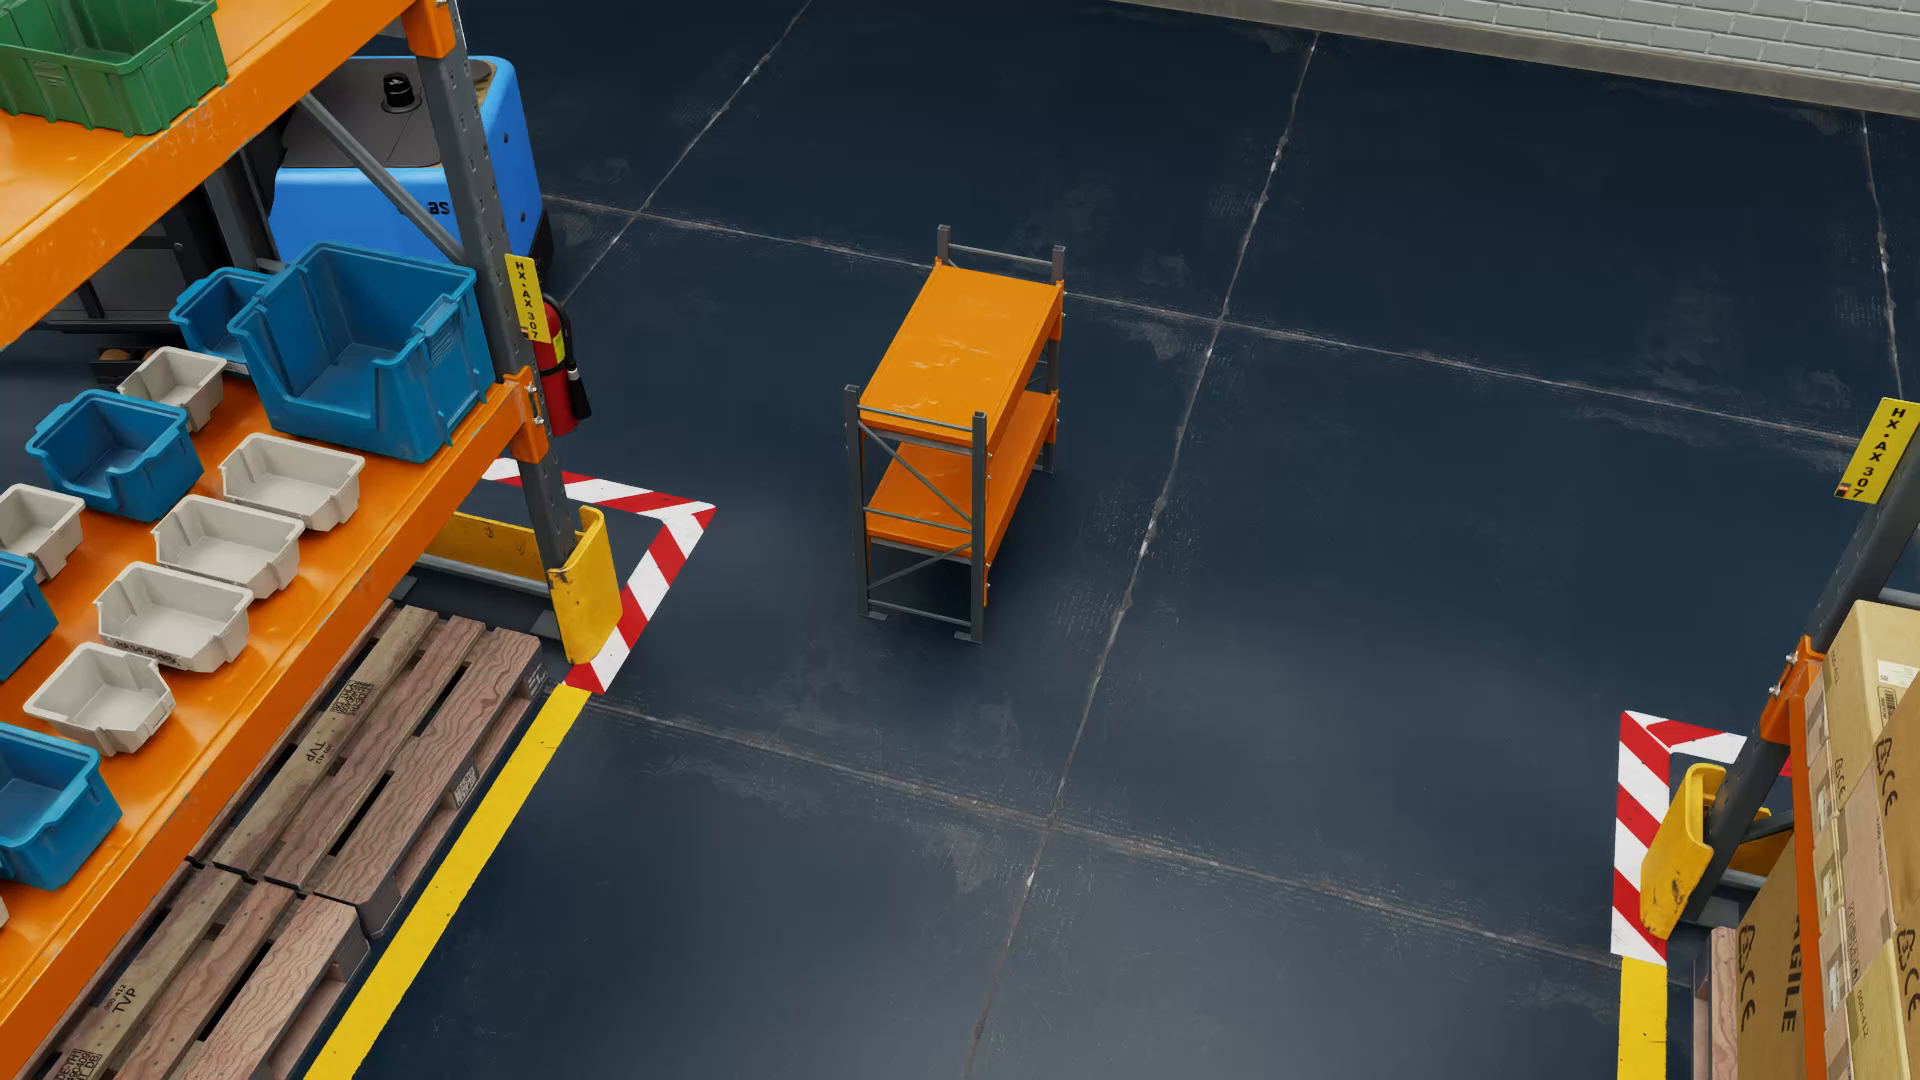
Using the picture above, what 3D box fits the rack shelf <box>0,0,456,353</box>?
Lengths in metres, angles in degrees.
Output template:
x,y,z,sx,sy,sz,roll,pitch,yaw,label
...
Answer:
x,y,z,sx,sy,sz,roll,pitch,yaw,label
-2.502,-0.292,3.273,1.077,0.370,4.000,13,46,13,rack shelf

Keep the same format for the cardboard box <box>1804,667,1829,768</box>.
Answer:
x,y,z,sx,sy,sz,roll,pitch,yaw,label
2.402,0.496,4.278,0.380,0.149,0.250,13,46,13,cardboard box

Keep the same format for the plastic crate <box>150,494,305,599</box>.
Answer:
x,y,z,sx,sy,sz,roll,pitch,yaw,label
-2.073,0.035,4.715,0.396,0.136,0.243,13,46,13,plastic crate

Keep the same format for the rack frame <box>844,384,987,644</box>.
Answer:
x,y,z,sx,sy,sz,roll,pitch,yaw,label
-0.152,-0.068,6.015,0.500,1.125,0.032,13,46,13,rack frame

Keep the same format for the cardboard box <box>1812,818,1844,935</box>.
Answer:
x,y,z,sx,sy,sz,roll,pitch,yaw,label
2.248,0.838,3.929,0.380,0.149,0.250,12,46,12,cardboard box

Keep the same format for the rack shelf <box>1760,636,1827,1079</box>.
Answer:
x,y,z,sx,sy,sz,roll,pitch,yaw,label
2.218,1.830,3.250,1.077,0.370,4.000,13,46,13,rack shelf

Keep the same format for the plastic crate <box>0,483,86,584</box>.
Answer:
x,y,z,sx,sy,sz,roll,pitch,yaw,label
-2.667,0.006,4.744,0.250,0.136,0.298,13,46,13,plastic crate

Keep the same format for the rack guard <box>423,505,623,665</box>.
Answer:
x,y,z,sx,sy,sz,roll,pitch,yaw,label
-1.902,0.065,6.326,1.175,0.500,0.348,13,46,13,rack guard

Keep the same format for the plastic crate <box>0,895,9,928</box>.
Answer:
x,y,z,sx,sy,sz,roll,pitch,yaw,label
-2.470,0.899,3.729,0.437,0.282,0.530,13,46,13,plastic crate

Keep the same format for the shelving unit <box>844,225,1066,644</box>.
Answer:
x,y,z,sx,sy,sz,roll,pitch,yaw,label
0.002,-0.407,6.361,0.538,1.125,1.048,13,46,13,shelving unit

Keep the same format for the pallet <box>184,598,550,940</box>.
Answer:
x,y,z,sx,sy,sz,roll,pitch,yaw,label
-2.183,0.728,5.855,1.003,0.211,1.213,13,46,13,pallet

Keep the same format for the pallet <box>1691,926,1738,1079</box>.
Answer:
x,y,z,sx,sy,sz,roll,pitch,yaw,label
2.656,1.786,4.774,1.003,0.211,1.213,13,46,13,pallet

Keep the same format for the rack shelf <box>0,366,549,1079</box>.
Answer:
x,y,z,sx,sy,sz,roll,pitch,yaw,label
-2.502,0.780,4.322,1.077,0.370,4.000,13,46,13,rack shelf

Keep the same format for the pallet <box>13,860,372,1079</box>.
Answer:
x,y,z,sx,sy,sz,roll,pitch,yaw,label
-2.555,1.539,5.026,1.003,0.211,1.213,13,46,13,pallet

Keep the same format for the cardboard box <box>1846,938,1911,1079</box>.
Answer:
x,y,z,sx,sy,sz,roll,pitch,yaw,label
2.114,1.131,3.344,0.500,0.250,0.500,11,45,11,cardboard box

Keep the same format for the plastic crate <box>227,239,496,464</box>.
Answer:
x,y,z,sx,sy,sz,roll,pitch,yaw,label
-1.820,-0.581,5.131,0.616,0.435,0.499,13,46,13,plastic crate

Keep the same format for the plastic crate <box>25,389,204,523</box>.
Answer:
x,y,z,sx,sy,sz,roll,pitch,yaw,label
-2.485,-0.238,4.925,0.416,0.233,0.300,13,46,13,plastic crate

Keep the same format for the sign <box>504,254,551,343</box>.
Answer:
x,y,z,sx,sy,sz,roll,pitch,yaw,label
-1.368,-0.762,5.268,0.100,0.325,0.005,13,46,13,sign

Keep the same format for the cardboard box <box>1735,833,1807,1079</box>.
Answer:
x,y,z,sx,sy,sz,roll,pitch,yaw,label
2.706,1.292,4.504,0.875,0.875,0.875,13,46,13,cardboard box

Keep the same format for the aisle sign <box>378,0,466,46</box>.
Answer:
x,y,z,sx,sy,sz,roll,pitch,yaw,label
-1.596,-1.725,4.509,0.394,0.787,0.004,13,46,13,aisle sign

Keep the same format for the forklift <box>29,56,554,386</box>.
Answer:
x,y,z,sx,sy,sz,roll,pitch,yaw,label
-3.487,-2.108,6.809,3.031,2.935,1.130,0,44,0,forklift

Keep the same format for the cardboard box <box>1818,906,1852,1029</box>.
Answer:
x,y,z,sx,sy,sz,roll,pitch,yaw,label
2.170,1.012,3.751,0.380,0.149,0.250,12,46,12,cardboard box

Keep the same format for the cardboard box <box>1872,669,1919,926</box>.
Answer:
x,y,z,sx,sy,sz,roll,pitch,yaw,label
2.270,0.515,3.438,0.500,0.500,0.500,12,46,12,cardboard box

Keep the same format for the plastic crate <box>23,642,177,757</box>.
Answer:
x,y,z,sx,sy,sz,roll,pitch,yaw,label
-2.206,0.427,4.314,0.298,0.136,0.250,13,46,13,plastic crate

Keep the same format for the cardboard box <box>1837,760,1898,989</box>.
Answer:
x,y,z,sx,sy,sz,roll,pitch,yaw,label
2.270,0.797,3.685,0.500,0.250,0.500,12,46,12,cardboard box

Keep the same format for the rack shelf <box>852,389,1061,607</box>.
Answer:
x,y,z,sx,sy,sz,roll,pitch,yaw,label
0.002,-0.232,6.532,0.538,0.278,1.000,13,46,13,rack shelf

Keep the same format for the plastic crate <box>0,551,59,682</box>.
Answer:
x,y,z,sx,sy,sz,roll,pitch,yaw,label
-2.684,0.201,4.477,0.416,0.233,0.300,13,46,13,plastic crate

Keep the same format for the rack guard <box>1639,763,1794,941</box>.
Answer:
x,y,z,sx,sy,sz,roll,pitch,yaw,label
2.831,1.117,5.251,1.175,0.500,0.348,13,46,13,rack guard

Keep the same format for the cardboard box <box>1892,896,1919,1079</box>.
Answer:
x,y,z,sx,sy,sz,roll,pitch,yaw,label
2.118,0.861,3.084,0.500,0.500,0.500,11,46,11,cardboard box

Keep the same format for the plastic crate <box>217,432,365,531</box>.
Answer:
x,y,z,sx,sy,sz,roll,pitch,yaw,label
-1.971,-0.155,4.909,0.396,0.136,0.243,13,46,13,plastic crate

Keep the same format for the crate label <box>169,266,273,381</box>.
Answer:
x,y,z,sx,sy,sz,roll,pitch,yaw,label
-2.285,-0.677,5.373,0.416,0.233,0.303,13,46,13,crate label

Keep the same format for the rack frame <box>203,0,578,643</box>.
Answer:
x,y,z,sx,sy,sz,roll,pitch,yaw,label
-1.897,-0.810,5.433,1.000,3.000,0.127,13,46,13,rack frame

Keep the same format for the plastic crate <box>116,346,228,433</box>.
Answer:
x,y,z,sx,sy,sz,roll,pitch,yaw,label
-2.461,-0.446,5.207,0.250,0.136,0.298,13,46,13,plastic crate

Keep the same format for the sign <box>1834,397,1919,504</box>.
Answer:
x,y,z,sx,sy,sz,roll,pitch,yaw,label
2.297,-0.220,4.154,0.100,0.325,0.005,13,46,13,sign

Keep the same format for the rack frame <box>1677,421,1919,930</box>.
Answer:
x,y,z,sx,sy,sz,roll,pitch,yaw,label
2.824,0.239,4.361,1.000,3.000,0.127,13,46,13,rack frame

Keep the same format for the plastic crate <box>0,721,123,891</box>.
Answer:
x,y,z,sx,sy,sz,roll,pitch,yaw,label
-2.274,0.652,4.016,0.416,0.233,0.300,13,46,13,plastic crate

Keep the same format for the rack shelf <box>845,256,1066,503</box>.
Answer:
x,y,z,sx,sy,sz,roll,pitch,yaw,label
0.002,-0.616,6.156,0.538,0.278,1.000,13,46,13,rack shelf

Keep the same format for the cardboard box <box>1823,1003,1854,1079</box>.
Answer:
x,y,z,sx,sy,sz,roll,pitch,yaw,label
2.092,1.181,3.578,0.380,0.149,0.250,12,46,12,cardboard box

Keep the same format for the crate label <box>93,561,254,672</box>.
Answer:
x,y,z,sx,sy,sz,roll,pitch,yaw,label
-2.134,0.226,4.520,0.396,0.136,0.243,13,46,13,crate label

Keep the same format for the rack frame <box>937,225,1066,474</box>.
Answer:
x,y,z,sx,sy,sz,roll,pitch,yaw,label
0.156,-0.745,6.707,0.500,1.125,0.032,13,46,13,rack frame

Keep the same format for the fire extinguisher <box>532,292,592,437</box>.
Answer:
x,y,z,sx,sy,sz,roll,pitch,yaw,label
-1.418,-0.653,5.595,0.296,0.674,0.183,13,46,13,fire extinguisher

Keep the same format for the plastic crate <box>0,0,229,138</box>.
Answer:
x,y,z,sx,sy,sz,roll,pitch,yaw,label
-1.923,-1.088,3.724,0.450,0.188,0.336,13,46,13,plastic crate

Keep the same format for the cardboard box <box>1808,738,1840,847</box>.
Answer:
x,y,z,sx,sy,sz,roll,pitch,yaw,label
2.325,0.667,4.103,0.380,0.149,0.250,12,46,12,cardboard box

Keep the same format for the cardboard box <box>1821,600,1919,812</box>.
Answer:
x,y,z,sx,sy,sz,roll,pitch,yaw,label
2.421,0.449,4.041,0.500,0.250,0.500,11,46,11,cardboard box
